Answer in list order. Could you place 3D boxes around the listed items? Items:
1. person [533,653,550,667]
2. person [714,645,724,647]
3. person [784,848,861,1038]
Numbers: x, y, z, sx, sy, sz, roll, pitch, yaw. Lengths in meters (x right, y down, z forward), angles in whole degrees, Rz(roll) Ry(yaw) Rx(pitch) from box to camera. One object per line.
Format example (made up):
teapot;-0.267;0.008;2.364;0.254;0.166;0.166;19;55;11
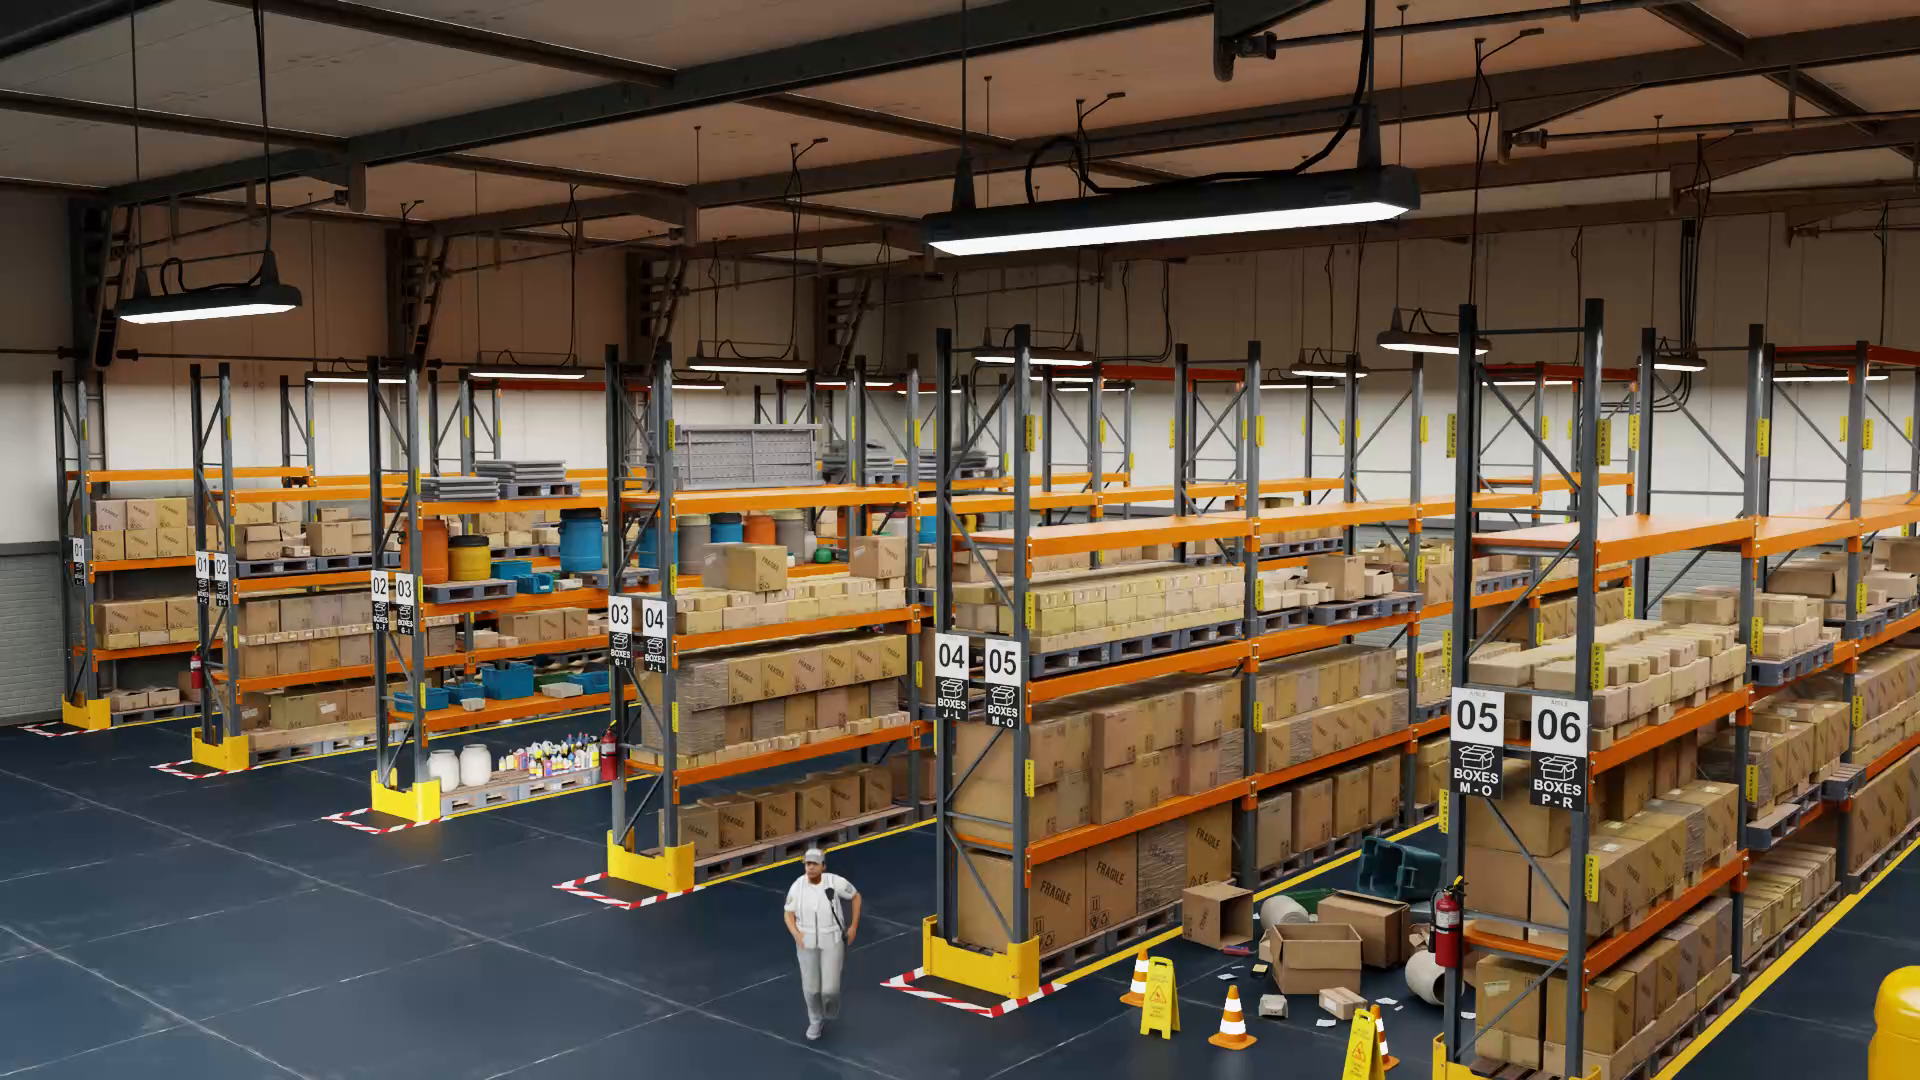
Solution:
person;-7.822;2.136;30.944;0.500;1.577;0.650;3;5;39
person;-4.144;2.272;27.495;0.690;1.759;1.004;3;5;39
person;-1.156;3.370;13.819;0.626;1.611;0.609;0;4;4
